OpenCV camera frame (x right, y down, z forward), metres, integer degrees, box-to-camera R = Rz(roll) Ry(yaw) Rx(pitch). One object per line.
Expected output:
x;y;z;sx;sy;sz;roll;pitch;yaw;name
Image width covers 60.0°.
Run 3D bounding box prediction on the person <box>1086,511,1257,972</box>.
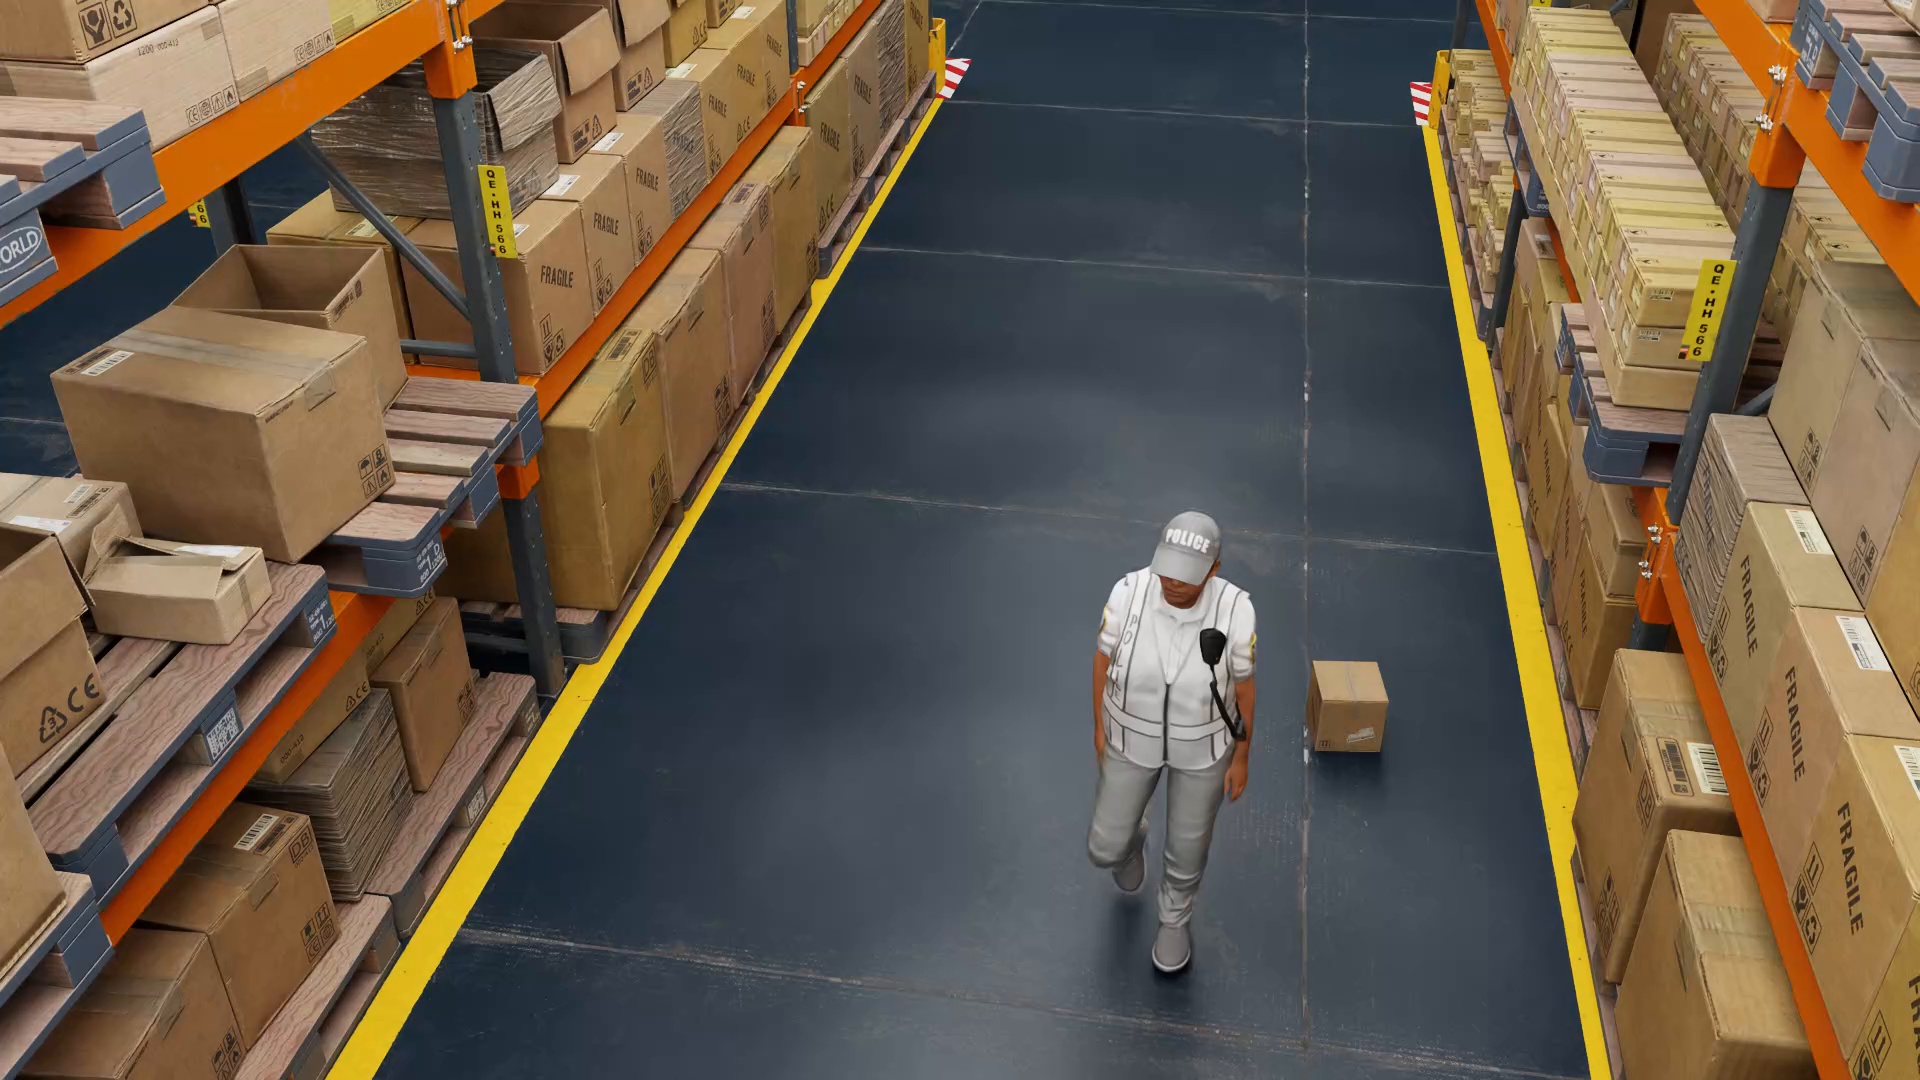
0.655;0.595;5.165;0.504;1.649;0.487;7;33;10;person
